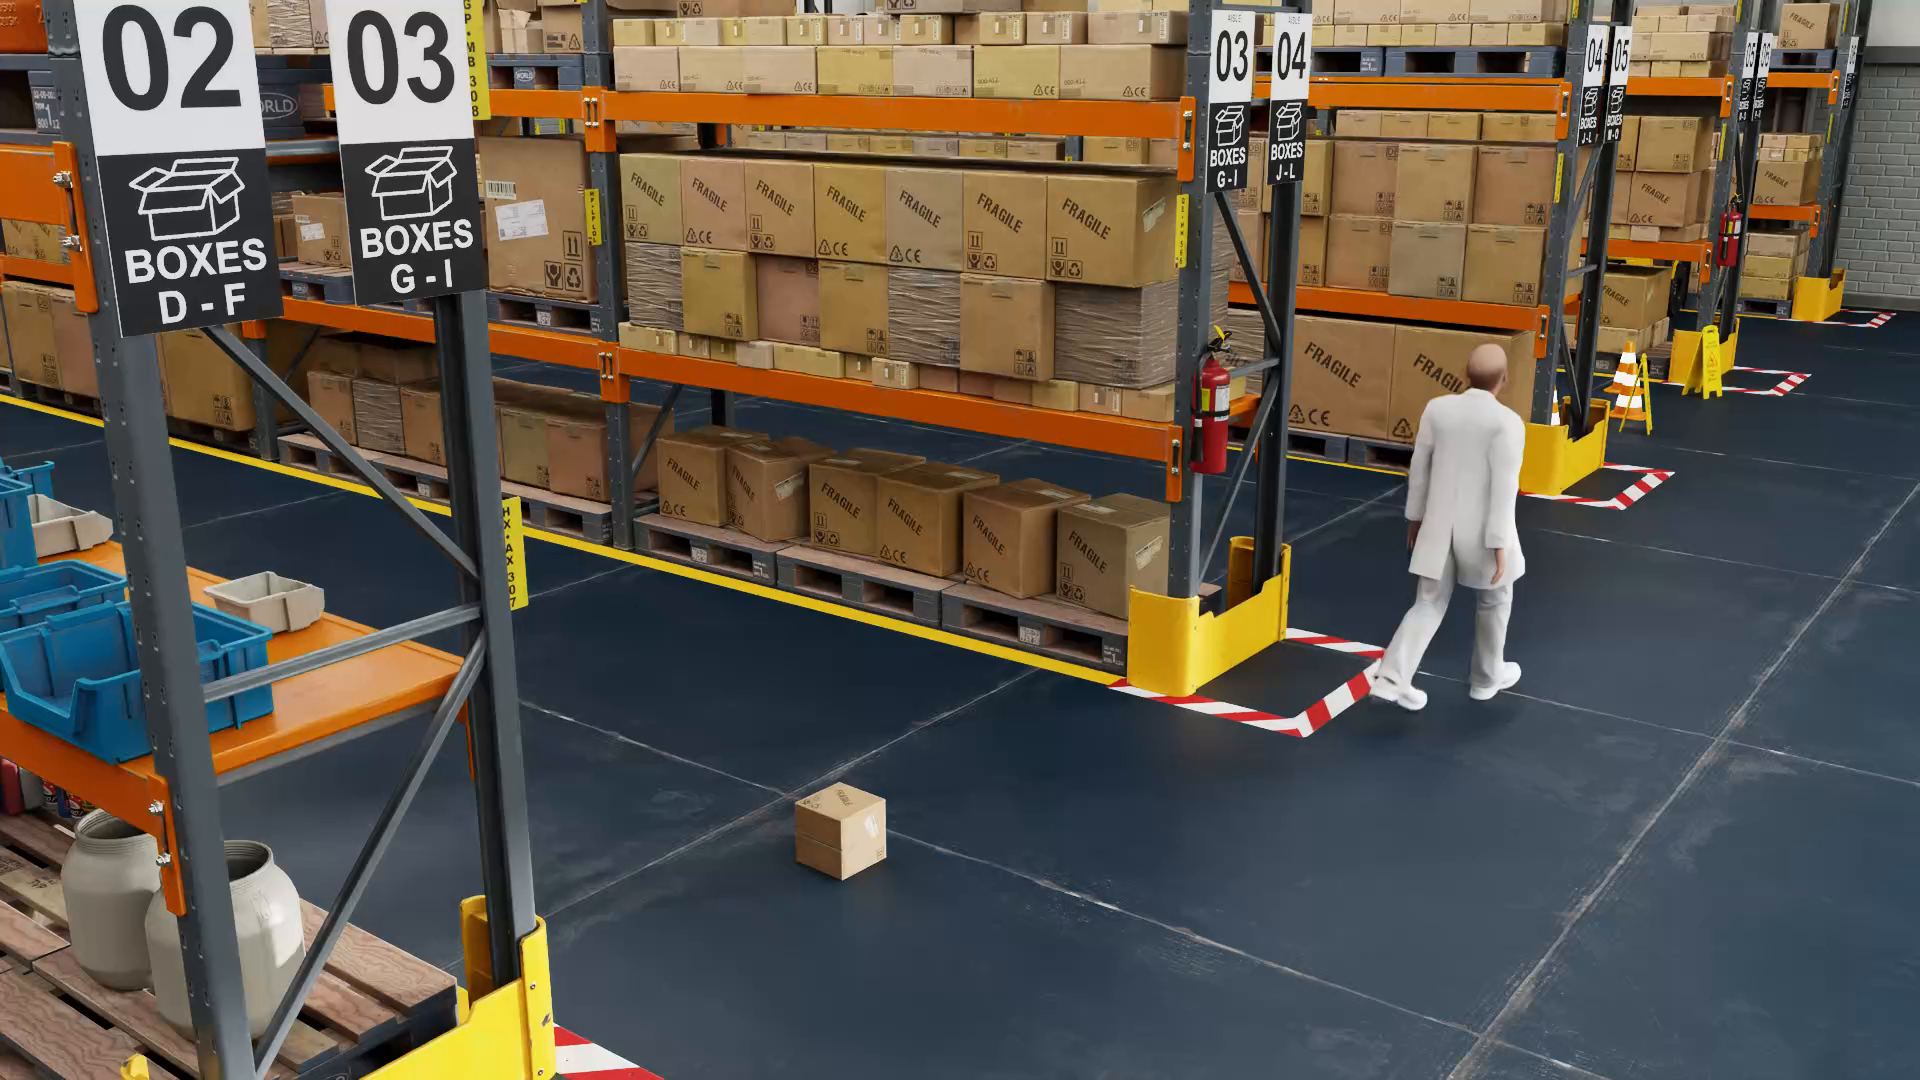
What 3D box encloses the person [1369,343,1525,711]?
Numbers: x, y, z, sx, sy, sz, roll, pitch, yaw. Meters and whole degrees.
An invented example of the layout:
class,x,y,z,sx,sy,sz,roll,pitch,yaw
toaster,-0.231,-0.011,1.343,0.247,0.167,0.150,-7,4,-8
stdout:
class,x,y,z,sx,sy,sz,roll,pitch,yaw
person,2.315,-0.042,7.741,0.600,1.740,1.081,15,22,41
